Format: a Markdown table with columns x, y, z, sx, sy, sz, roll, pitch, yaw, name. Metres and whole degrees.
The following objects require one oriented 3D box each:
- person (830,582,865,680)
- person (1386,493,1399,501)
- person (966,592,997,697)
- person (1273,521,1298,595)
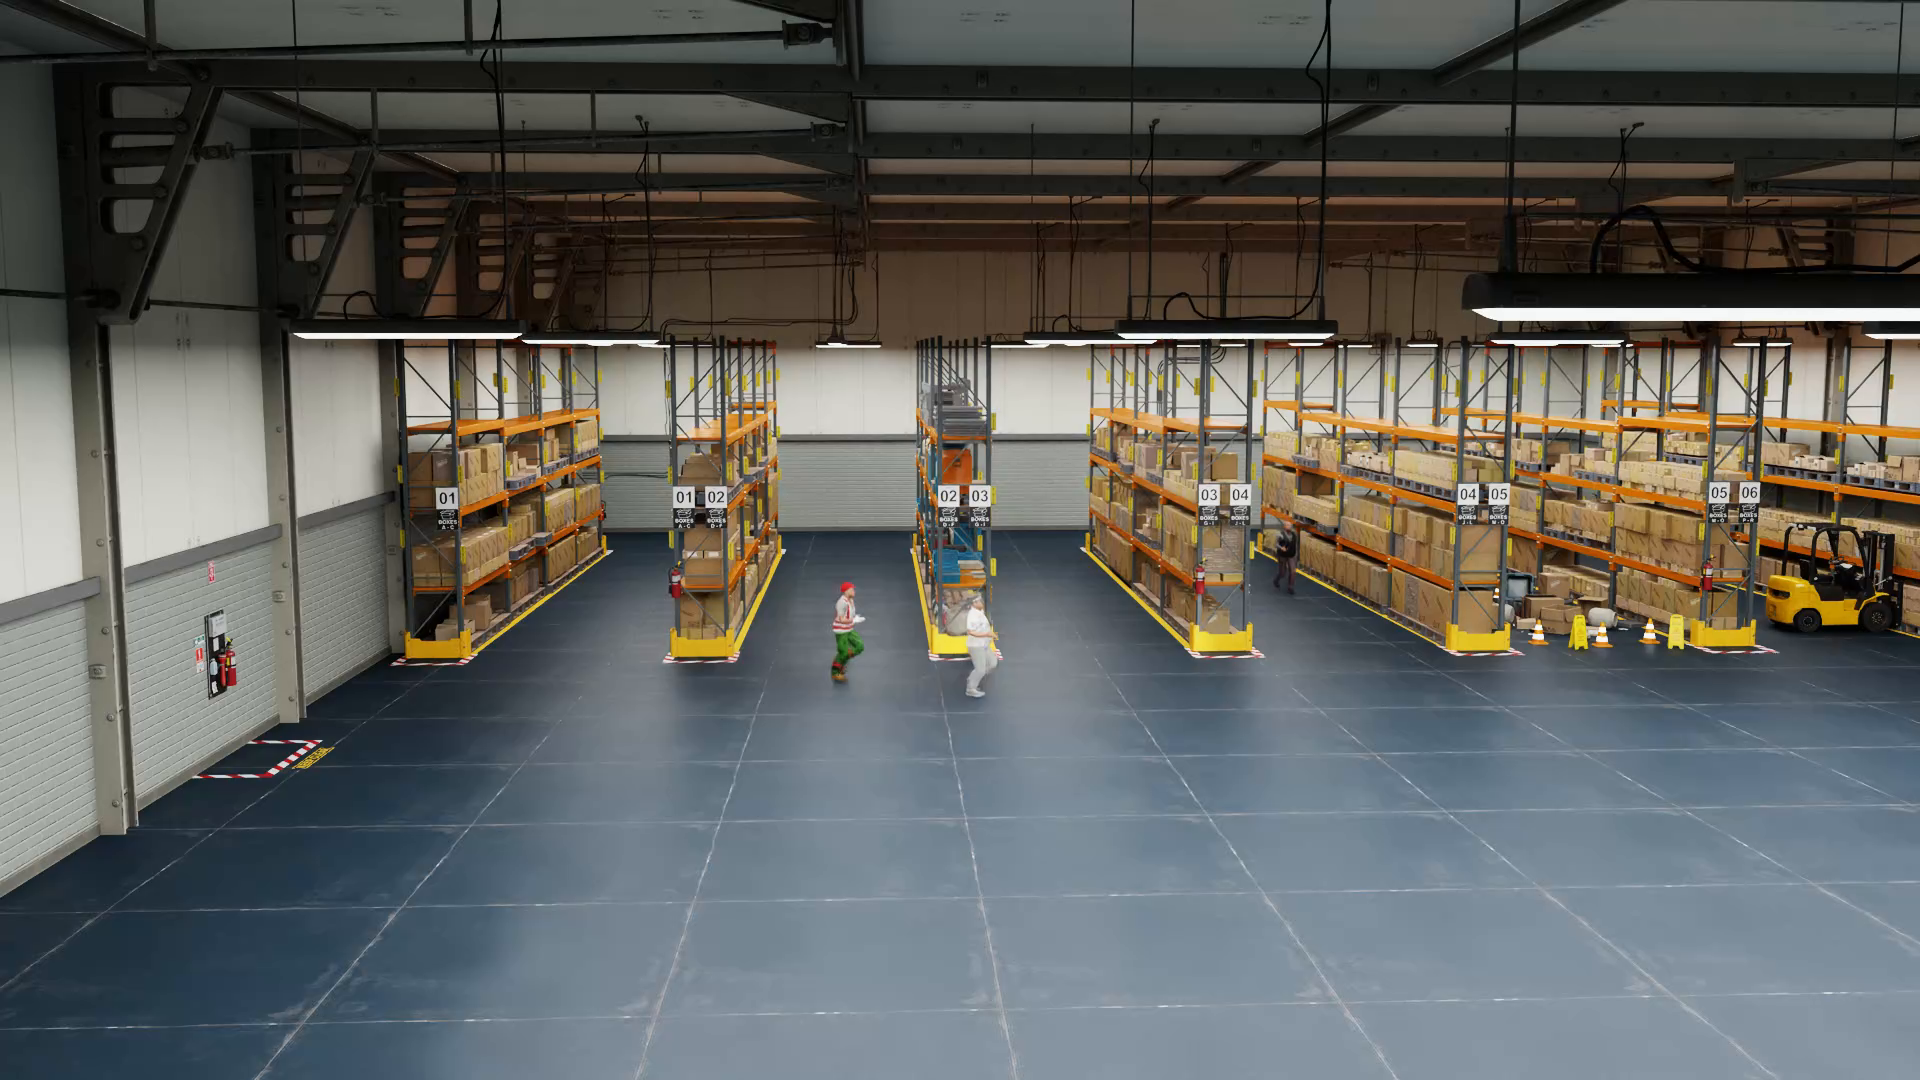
| x | y | z | sx | sy | sz | roll | pitch | yaw | name |
| --- | --- | --- | --- | --- | --- | --- | --- | --- | --- |
| -1.979 | 1.577 | 28.856 | 0.628 | 1.727 | 0.707 | 2 | 7 | 19 | person |
| 13.004 | -0.730 | 49.445 | 0.918 | 1.732 | 0.684 | 1 | 7 | 6 | person |
| 0.374 | 1.728 | 27.533 | 0.596 | 1.744 | 0.650 | 2 | 7 | 18 | person |
| 7.720 | 0.399 | 39.401 | 0.646 | 1.712 | 0.927 | -1 | 7 | -11 | person |
